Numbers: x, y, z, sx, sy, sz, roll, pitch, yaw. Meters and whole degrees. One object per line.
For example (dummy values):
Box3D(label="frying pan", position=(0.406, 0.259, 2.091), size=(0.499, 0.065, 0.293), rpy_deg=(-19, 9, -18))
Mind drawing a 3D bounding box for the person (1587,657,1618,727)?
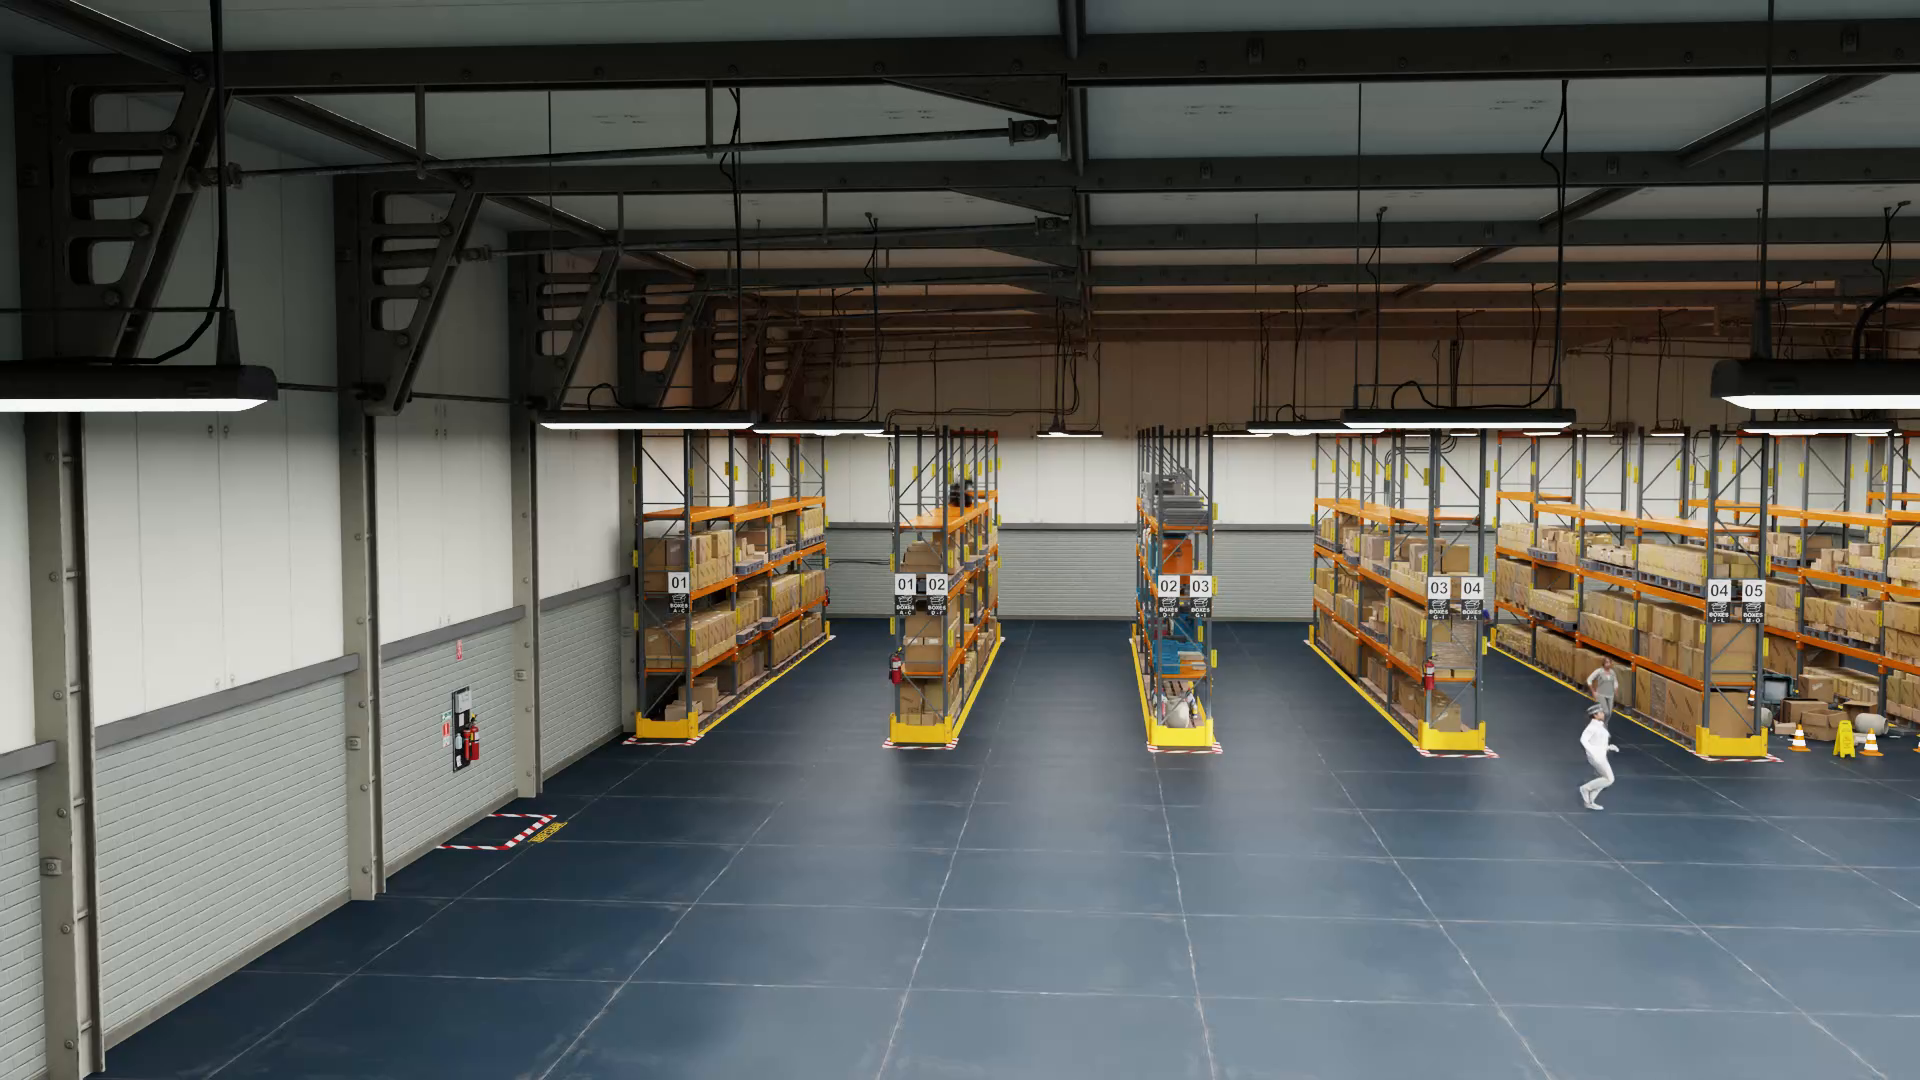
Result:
Box3D(label="person", position=(12.368, 3.023, 31.883), size=(0.556, 1.568, 0.487), rpy_deg=(0, 3, -7))

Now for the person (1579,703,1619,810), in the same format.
Box3D(label="person", position=(9.894, 3.348, 25.726), size=(0.540, 1.656, 0.608), rpy_deg=(2, 4, 29))

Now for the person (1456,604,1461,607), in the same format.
Box3D(label="person", position=(13.441, 2.212, 44.059), size=(0.717, 1.769, 0.835), rpy_deg=(0, 3, 8))

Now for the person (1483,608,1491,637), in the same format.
Box3D(label="person", position=(13.316, 2.384, 42.660), size=(0.567, 1.583, 0.849), rpy_deg=(1, 4, 13))
